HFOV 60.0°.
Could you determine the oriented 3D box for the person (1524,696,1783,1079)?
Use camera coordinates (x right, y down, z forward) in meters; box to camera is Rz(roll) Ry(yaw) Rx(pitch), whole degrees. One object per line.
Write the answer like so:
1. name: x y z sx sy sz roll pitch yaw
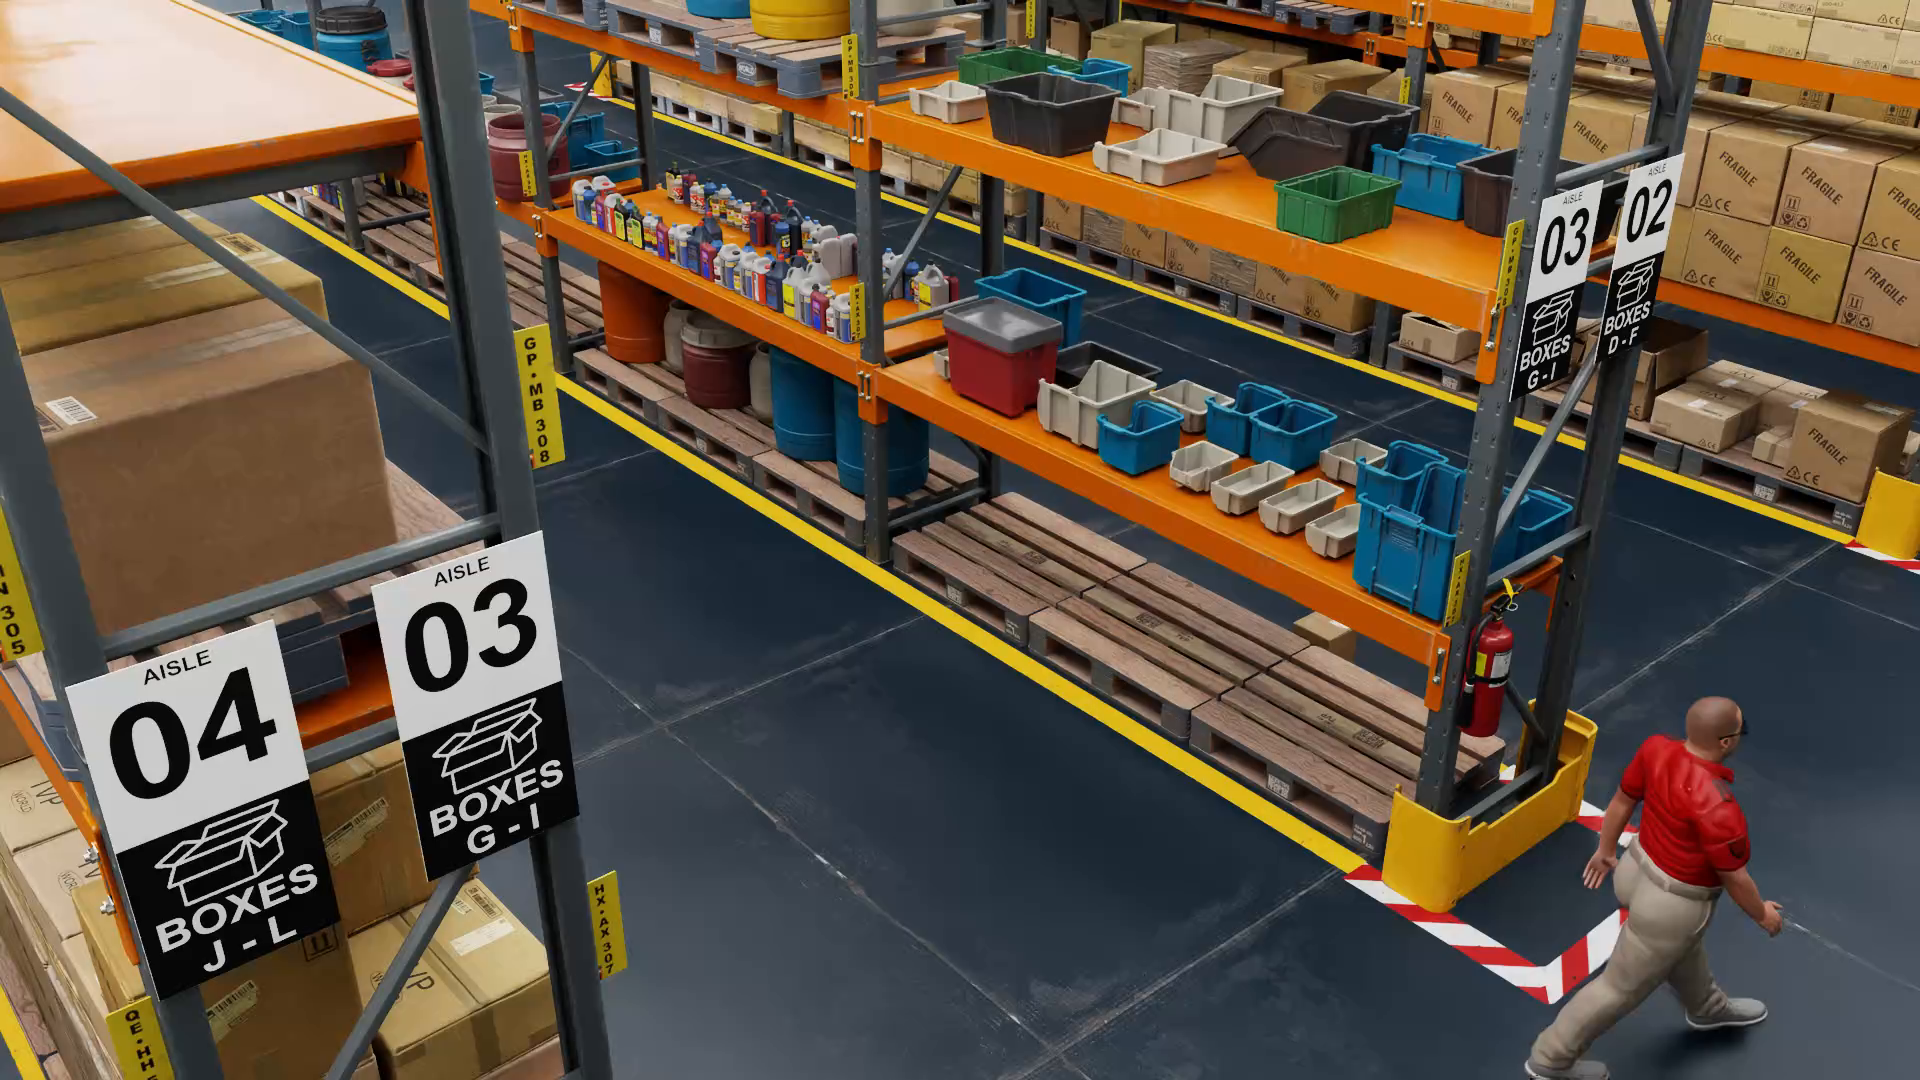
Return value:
1. person: 2.717 1.287 6.203 1.093 1.657 0.571 -3 28 -5
